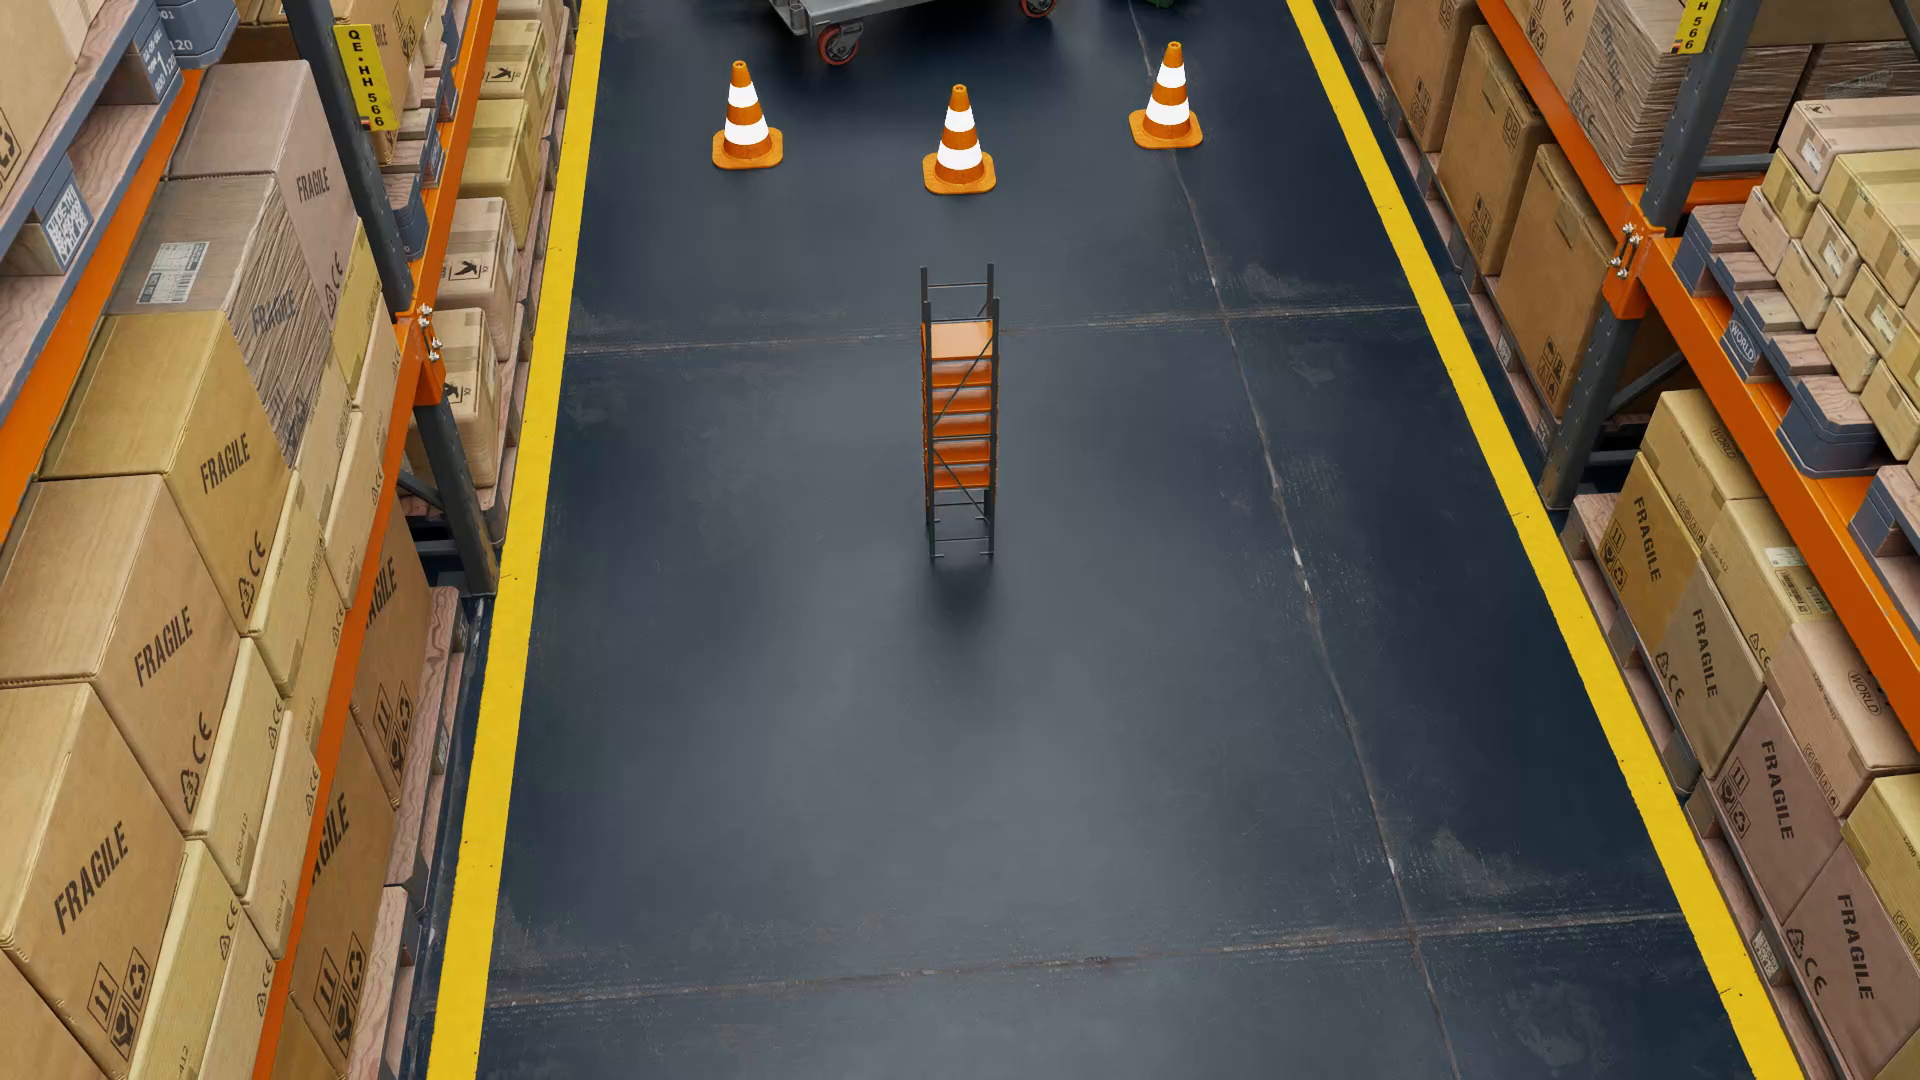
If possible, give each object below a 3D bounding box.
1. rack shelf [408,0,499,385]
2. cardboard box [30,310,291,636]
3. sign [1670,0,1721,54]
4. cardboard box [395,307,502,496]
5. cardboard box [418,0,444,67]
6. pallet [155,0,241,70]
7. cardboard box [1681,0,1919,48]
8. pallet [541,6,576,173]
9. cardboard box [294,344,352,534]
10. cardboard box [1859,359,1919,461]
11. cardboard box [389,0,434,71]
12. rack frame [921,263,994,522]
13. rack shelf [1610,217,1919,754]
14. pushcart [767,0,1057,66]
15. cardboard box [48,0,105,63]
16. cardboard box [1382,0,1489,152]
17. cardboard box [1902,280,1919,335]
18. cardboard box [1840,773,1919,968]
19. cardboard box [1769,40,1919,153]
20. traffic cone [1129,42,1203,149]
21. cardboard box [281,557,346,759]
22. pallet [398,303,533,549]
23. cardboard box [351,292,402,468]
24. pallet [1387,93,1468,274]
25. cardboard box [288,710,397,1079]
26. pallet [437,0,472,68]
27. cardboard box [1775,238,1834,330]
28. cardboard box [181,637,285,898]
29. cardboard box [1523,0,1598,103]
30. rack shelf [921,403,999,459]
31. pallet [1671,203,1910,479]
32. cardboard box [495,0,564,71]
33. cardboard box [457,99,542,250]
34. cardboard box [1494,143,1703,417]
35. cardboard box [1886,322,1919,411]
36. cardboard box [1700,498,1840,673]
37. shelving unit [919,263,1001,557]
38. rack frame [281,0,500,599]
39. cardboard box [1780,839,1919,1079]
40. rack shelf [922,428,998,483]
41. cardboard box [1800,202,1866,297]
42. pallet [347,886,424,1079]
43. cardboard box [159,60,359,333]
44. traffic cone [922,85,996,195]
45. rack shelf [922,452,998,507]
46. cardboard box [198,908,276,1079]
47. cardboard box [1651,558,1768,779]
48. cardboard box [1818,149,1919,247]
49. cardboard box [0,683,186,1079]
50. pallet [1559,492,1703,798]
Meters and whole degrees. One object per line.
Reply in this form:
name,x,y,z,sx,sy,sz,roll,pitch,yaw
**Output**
rack shelf,-2.357,-2.038,6.610,1.077,0.370,4.000,-3,47,-3
cardboard box,-1.800,-0.128,3.548,0.500,0.500,0.500,-3,47,-3
sign,2.182,-1.575,4.878,0.100,0.325,0.005,-3,47,-3
cardboard box,-2.227,-0.489,6.168,0.950,0.372,0.625,-6,47,-6
cardboard box,-2.001,-1.751,5.726,0.380,0.149,0.250,-3,47,-3
pallet,-2.083,-1.343,3.520,1.213,0.211,1.003,-2,47,-1
cardboard box,2.707,-1.916,5.241,0.700,0.500,0.500,-4,47,-4
pallet,-2.458,-2.211,8.198,1.003,0.211,1.213,-3,47,-3
cardboard box,-1.849,-0.253,4.183,0.500,0.250,0.500,-5,47,-4
cardboard box,2.640,-0.350,4.400,0.380,0.149,0.250,-2,47,-1
cardboard box,-2.047,-1.836,5.360,0.500,0.500,0.500,-1,47,-1
rack frame,-0.009,-0.489,5.887,0.240,1.200,0.006,-3,47,-3
rack shelf,2.902,0.482,4.223,1.077,0.370,4.000,-3,47,-3
pushcart,-0.257,-3.006,8.837,1.648,0.377,0.936,-19,49,-17
cardboard box,-1.726,-0.993,2.862,0.396,0.266,0.258,-5,47,-4
cardboard box,2.618,-2.336,7.656,1.050,0.750,0.750,-3,47,-3
cardboard box,2.643,-0.565,4.194,0.380,0.149,0.250,-5,47,-5
cardboard box,2.667,0.861,4.285,0.500,0.250,0.500,-5,47,-5
cardboard box,2.966,-1.588,5.619,0.500,0.500,0.500,-3,47,-3
traffic cone,1.007,-2.172,7.989,0.336,0.463,0.334,-3,47,-3
cardboard box,-1.804,0.297,4.006,0.500,0.250,0.500,-4,47,-4
pallet,-2.254,-0.445,6.526,1.003,0.211,1.213,-3,47,-3
cardboard box,-1.889,-0.437,4.701,0.500,0.250,0.500,-5,47,-5
pallet,2.645,-1.709,7.724,1.003,0.211,1.213,-3,47,-3
cardboard box,-2.144,0.898,4.508,0.875,0.875,0.875,-3,47,-3
pallet,-2.396,-2.202,6.402,1.003,0.211,1.213,-3,47,-3
cardboard box,2.593,-0.741,4.769,0.380,0.149,0.250,-1,47,-1
cardboard box,-1.742,0.491,3.478,0.500,0.250,0.500,-5,47,-4
cardboard box,2.389,-1.918,5.931,0.500,0.500,0.500,-3,47,-3
rack shelf,-0.001,-0.392,5.857,0.258,0.103,0.180,-3,47,-3
pallet,2.900,-0.638,4.920,1.213,0.211,1.003,-3,47,-3
cardboard box,-2.478,-2.594,8.162,0.950,0.372,0.625,-3,47,-3
cardboard box,-2.355,-1.571,7.193,0.950,0.372,0.625,-2,47,-2
cardboard box,2.773,-1.030,6.419,1.050,0.750,0.750,-4,47,-4
cardboard box,2.647,-0.440,4.279,0.380,0.149,0.250,-3,47,-3
cardboard box,2.593,0.125,4.982,0.500,0.250,0.500,-4,47,-4
shelving unit,-0.001,-0.423,5.824,0.258,1.200,0.189,-3,47,-3
rack frame,-2.190,-0.839,4.978,1.000,3.000,0.127,-3,47,-3
cardboard box,2.675,1.134,4.543,0.500,0.500,0.500,-4,47,-4
rack shelf,-0.001,-0.310,5.944,0.258,0.103,0.180,-3,47,-3
cardboard box,2.600,-0.815,4.635,0.380,0.149,0.250,-1,47,-1
pallet,-2.100,1.576,4.612,1.003,0.211,1.213,-3,47,-3
cardboard box,-1.886,-0.859,4.240,0.500,0.500,0.500,-5,47,-4
traffic cone,-0.005,-1.899,7.730,0.336,0.463,0.334,-3,47,-3
rack shelf,-0.001,-0.227,6.031,0.258,0.103,0.180,-3,47,-3
cardboard box,-1.700,1.026,3.315,0.500,0.250,0.500,-4,47,-4
cardboard box,2.585,0.393,5.244,0.500,0.500,0.500,-3,47,-3
cardboard box,2.605,-0.935,4.543,0.380,0.149,0.250,-5,47,-4
cardboard box,-1.715,0.612,2.847,0.500,0.500,0.500,-5,47,-4
pallet,2.798,0.312,5.809,1.003,0.211,1.213,-3,47,-3
